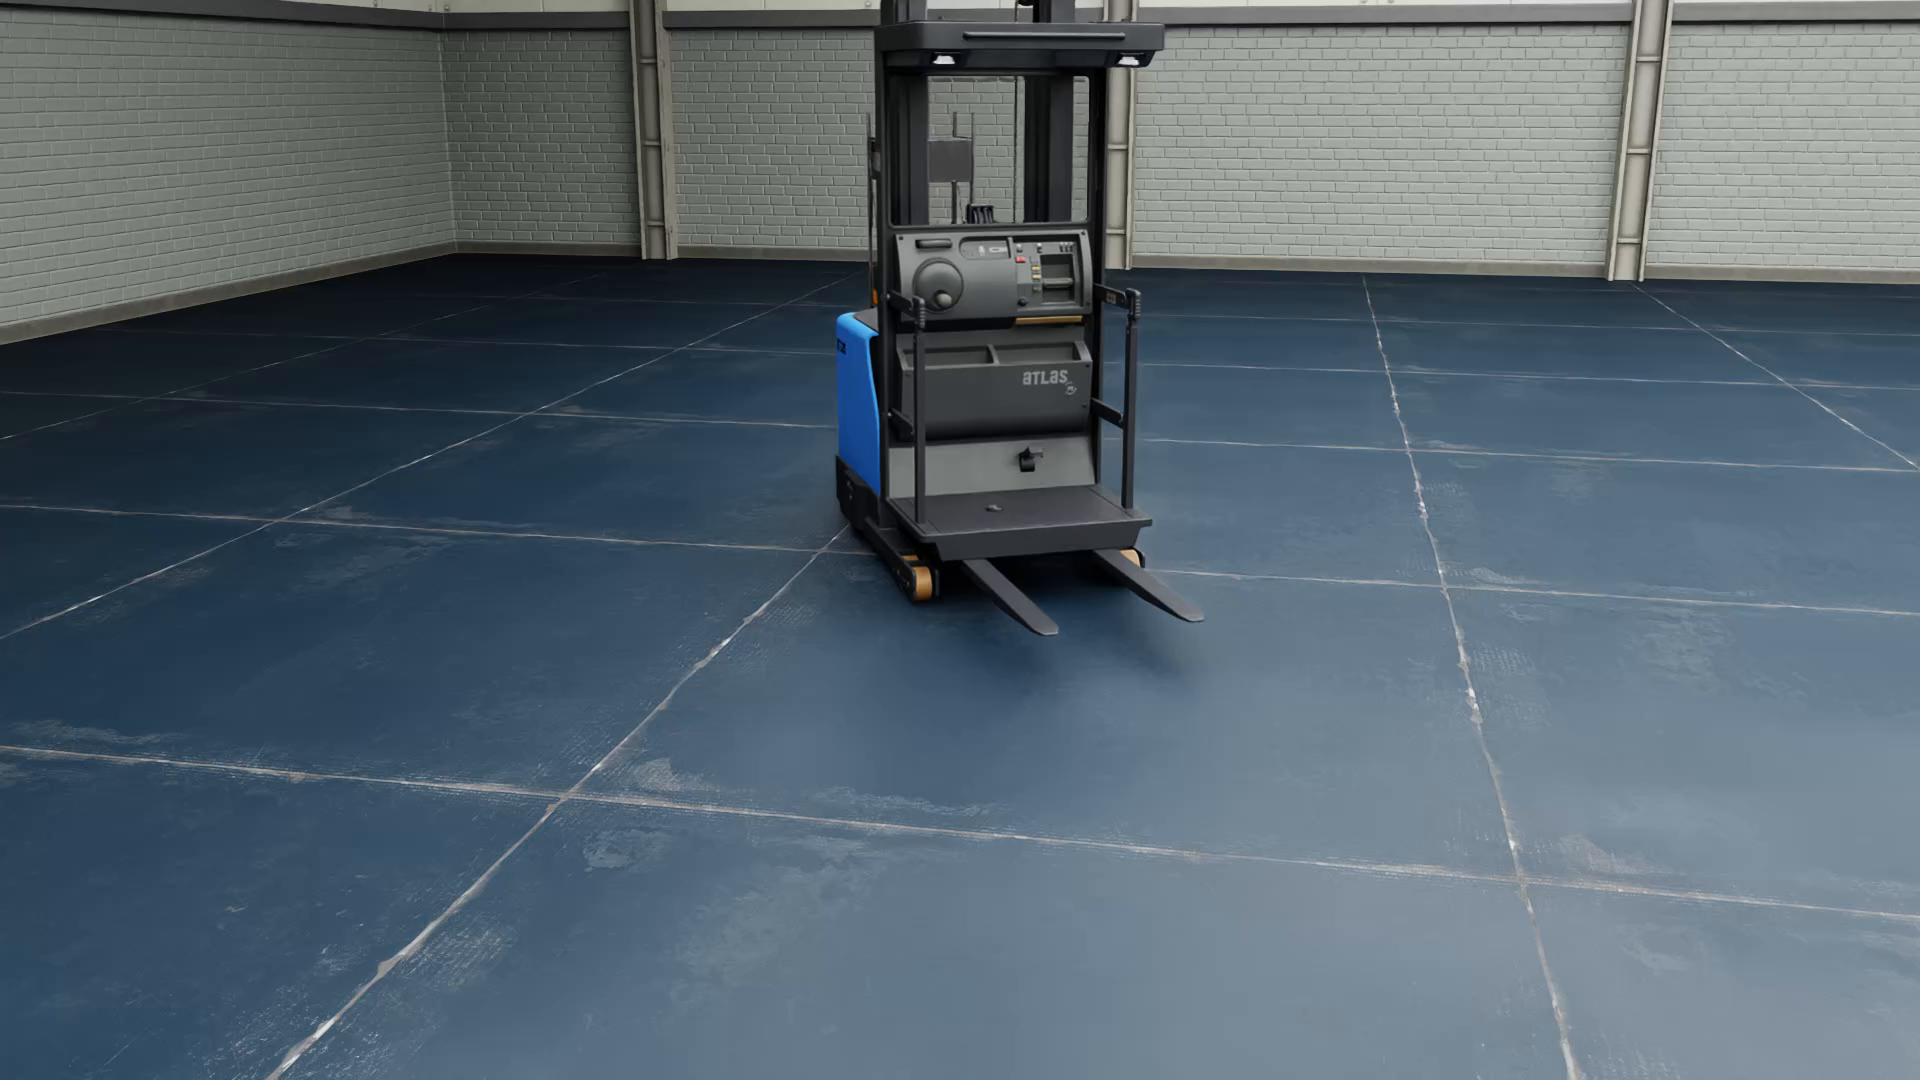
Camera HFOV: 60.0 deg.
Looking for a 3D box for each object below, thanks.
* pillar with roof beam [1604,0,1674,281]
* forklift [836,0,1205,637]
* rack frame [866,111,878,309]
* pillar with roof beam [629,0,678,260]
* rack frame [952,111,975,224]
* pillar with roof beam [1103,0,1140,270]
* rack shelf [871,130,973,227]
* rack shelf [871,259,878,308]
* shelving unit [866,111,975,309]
[{"bbox_3d":[6.955,-6.283,14.317,0.400,9.000,9.100,3,16,11],"label":"pillar with roof beam"},{"bbox_3d":[0.223,-1.248,7.506,1.130,2.935,3.031,-4,16,-15],"label":"forklift"},{"bbox_3d":[-0.450,-1.285,9.196,0.015,2.100,0.400,-4,16,-15],"label":"rack frame"},{"bbox_3d":[-4.804,-6.921,16.621,0.400,9.000,9.100,3,16,11],"label":"pillar with roof beam"},{"bbox_3d":[0.019,-1.320,9.325,0.015,2.100,0.400,-4,16,-15],"label":"rack frame"},{"bbox_3d":[1.075,-6.602,15.469,0.400,9.000,9.100,3,16,11],"label":"pillar with roof beam"},{"bbox_3d":[-0.216,-1.964,9.077,0.480,0.518,0.431,-4,16,-15],"label":"rack shelf"},{"bbox_3d":[-0.216,-1.289,9.264,0.480,0.518,0.431,-4,16,-15],"label":"rack shelf"},{"bbox_3d":[-0.216,-1.302,9.261,0.503,2.100,0.431,-4,16,-15],"label":"shelving unit"}]
